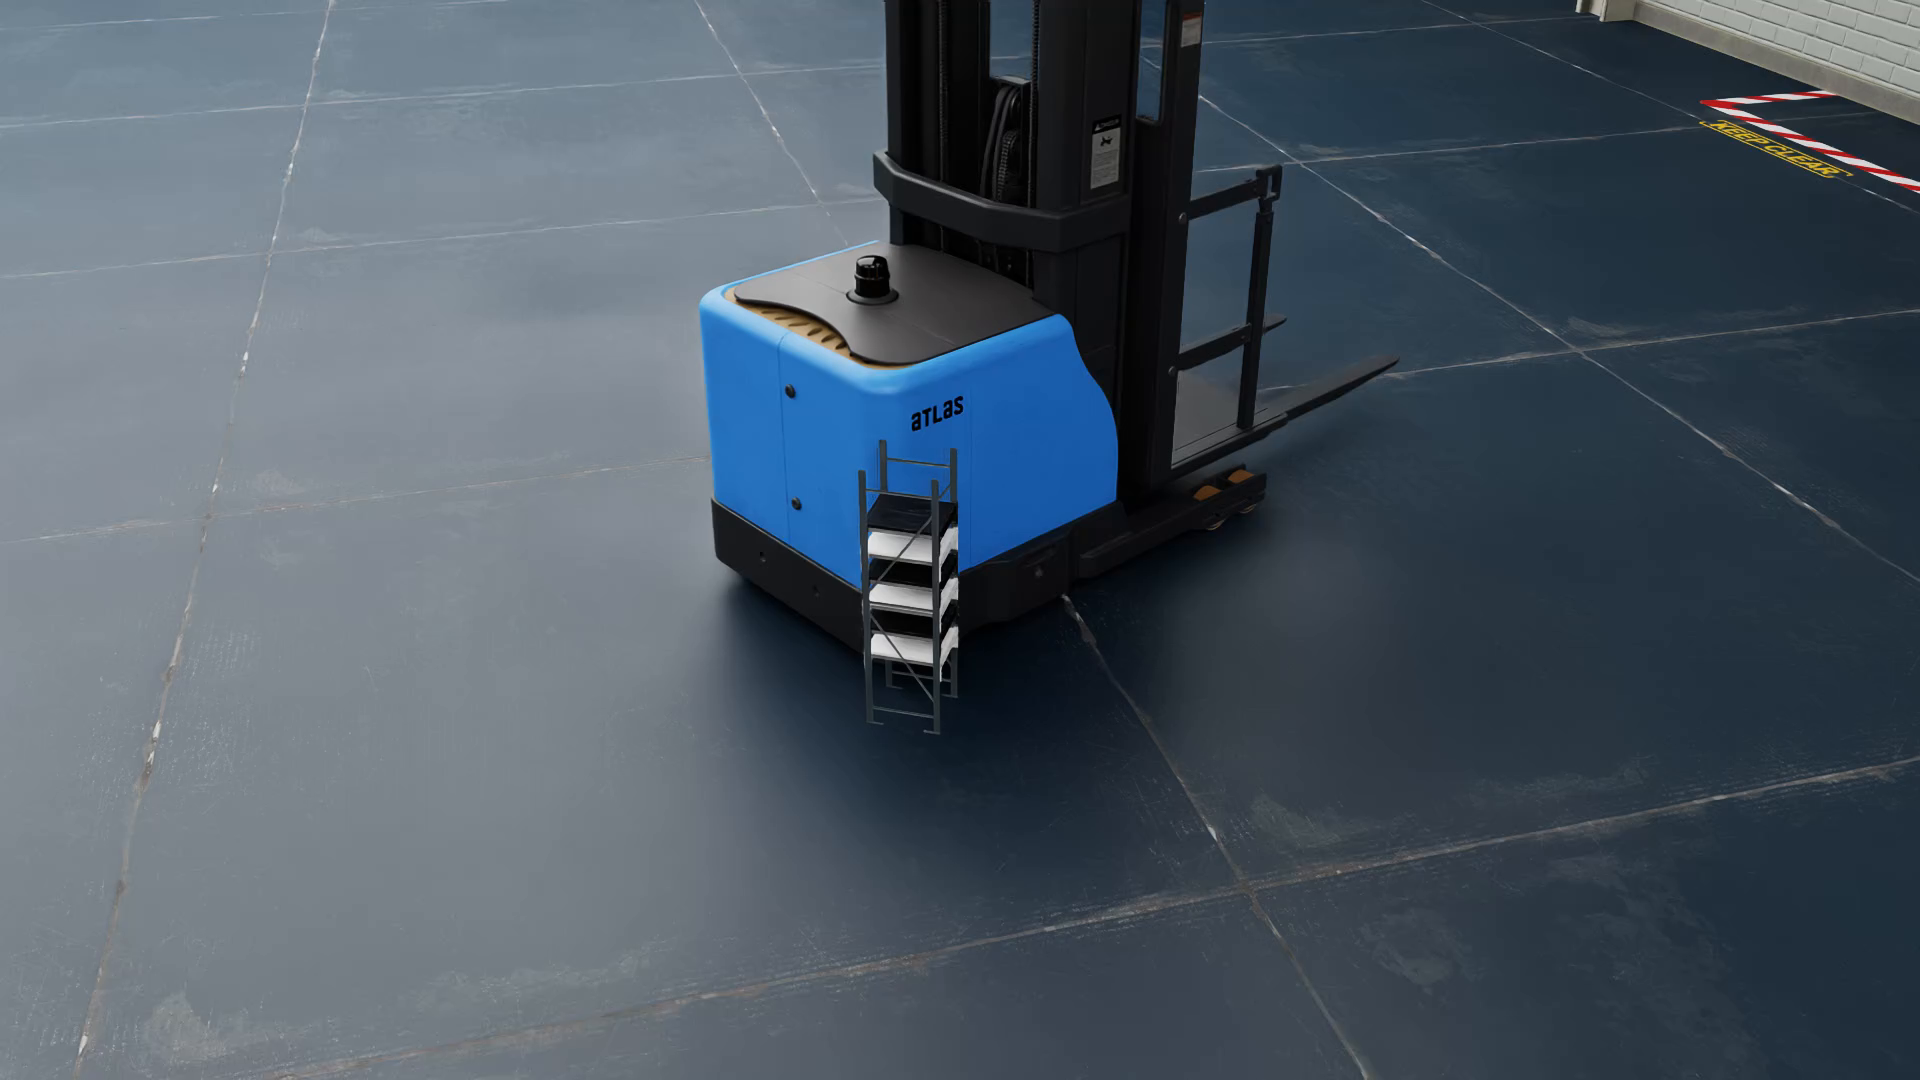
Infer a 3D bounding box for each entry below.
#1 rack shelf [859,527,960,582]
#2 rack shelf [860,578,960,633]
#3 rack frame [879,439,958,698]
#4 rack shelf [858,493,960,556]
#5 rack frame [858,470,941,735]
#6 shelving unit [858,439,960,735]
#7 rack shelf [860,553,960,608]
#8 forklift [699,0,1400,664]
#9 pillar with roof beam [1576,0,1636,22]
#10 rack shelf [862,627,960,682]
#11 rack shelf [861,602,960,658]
[{"bbox_3d":[-0.151,0.027,5.013,0.258,0.077,0.200,8,31,13],"label":"rack shelf"},{"bbox_3d":[-0.151,0.182,5.103,0.258,0.077,0.200,8,31,13],"label":"rack shelf"},{"bbox_3d":[-0.125,0.104,5.171,0.240,0.900,0.006,8,31,13],"label":"rack frame"},{"bbox_3d":[-0.151,-0.051,4.968,0.258,0.077,0.200,8,31,13],"label":"rack shelf"},{"bbox_3d":[-0.177,0.203,5.001,0.240,0.900,0.006,8,31,13],"label":"rack frame"},{"bbox_3d":[-0.151,0.154,5.086,0.258,0.900,0.210,8,31,13],"label":"shelving unit"},{"bbox_3d":[-0.151,0.105,5.058,0.258,0.077,0.200,8,31,13],"label":"rack shelf"},{"bbox_3d":[0.547,-1.480,5.882,3.031,2.935,1.130,-24,38,-35],"label":"forklift"},{"bbox_3d":[1.183,-7.660,10.501,9.100,9.000,0.400,-8,31,-13],"label":"pillar with roof beam"},{"bbox_3d":[-0.151,0.338,5.193,0.258,0.077,0.200,8,31,13],"label":"rack shelf"},{"bbox_3d":[-0.151,0.260,5.148,0.258,0.077,0.200,8,31,13],"label":"rack shelf"}]
